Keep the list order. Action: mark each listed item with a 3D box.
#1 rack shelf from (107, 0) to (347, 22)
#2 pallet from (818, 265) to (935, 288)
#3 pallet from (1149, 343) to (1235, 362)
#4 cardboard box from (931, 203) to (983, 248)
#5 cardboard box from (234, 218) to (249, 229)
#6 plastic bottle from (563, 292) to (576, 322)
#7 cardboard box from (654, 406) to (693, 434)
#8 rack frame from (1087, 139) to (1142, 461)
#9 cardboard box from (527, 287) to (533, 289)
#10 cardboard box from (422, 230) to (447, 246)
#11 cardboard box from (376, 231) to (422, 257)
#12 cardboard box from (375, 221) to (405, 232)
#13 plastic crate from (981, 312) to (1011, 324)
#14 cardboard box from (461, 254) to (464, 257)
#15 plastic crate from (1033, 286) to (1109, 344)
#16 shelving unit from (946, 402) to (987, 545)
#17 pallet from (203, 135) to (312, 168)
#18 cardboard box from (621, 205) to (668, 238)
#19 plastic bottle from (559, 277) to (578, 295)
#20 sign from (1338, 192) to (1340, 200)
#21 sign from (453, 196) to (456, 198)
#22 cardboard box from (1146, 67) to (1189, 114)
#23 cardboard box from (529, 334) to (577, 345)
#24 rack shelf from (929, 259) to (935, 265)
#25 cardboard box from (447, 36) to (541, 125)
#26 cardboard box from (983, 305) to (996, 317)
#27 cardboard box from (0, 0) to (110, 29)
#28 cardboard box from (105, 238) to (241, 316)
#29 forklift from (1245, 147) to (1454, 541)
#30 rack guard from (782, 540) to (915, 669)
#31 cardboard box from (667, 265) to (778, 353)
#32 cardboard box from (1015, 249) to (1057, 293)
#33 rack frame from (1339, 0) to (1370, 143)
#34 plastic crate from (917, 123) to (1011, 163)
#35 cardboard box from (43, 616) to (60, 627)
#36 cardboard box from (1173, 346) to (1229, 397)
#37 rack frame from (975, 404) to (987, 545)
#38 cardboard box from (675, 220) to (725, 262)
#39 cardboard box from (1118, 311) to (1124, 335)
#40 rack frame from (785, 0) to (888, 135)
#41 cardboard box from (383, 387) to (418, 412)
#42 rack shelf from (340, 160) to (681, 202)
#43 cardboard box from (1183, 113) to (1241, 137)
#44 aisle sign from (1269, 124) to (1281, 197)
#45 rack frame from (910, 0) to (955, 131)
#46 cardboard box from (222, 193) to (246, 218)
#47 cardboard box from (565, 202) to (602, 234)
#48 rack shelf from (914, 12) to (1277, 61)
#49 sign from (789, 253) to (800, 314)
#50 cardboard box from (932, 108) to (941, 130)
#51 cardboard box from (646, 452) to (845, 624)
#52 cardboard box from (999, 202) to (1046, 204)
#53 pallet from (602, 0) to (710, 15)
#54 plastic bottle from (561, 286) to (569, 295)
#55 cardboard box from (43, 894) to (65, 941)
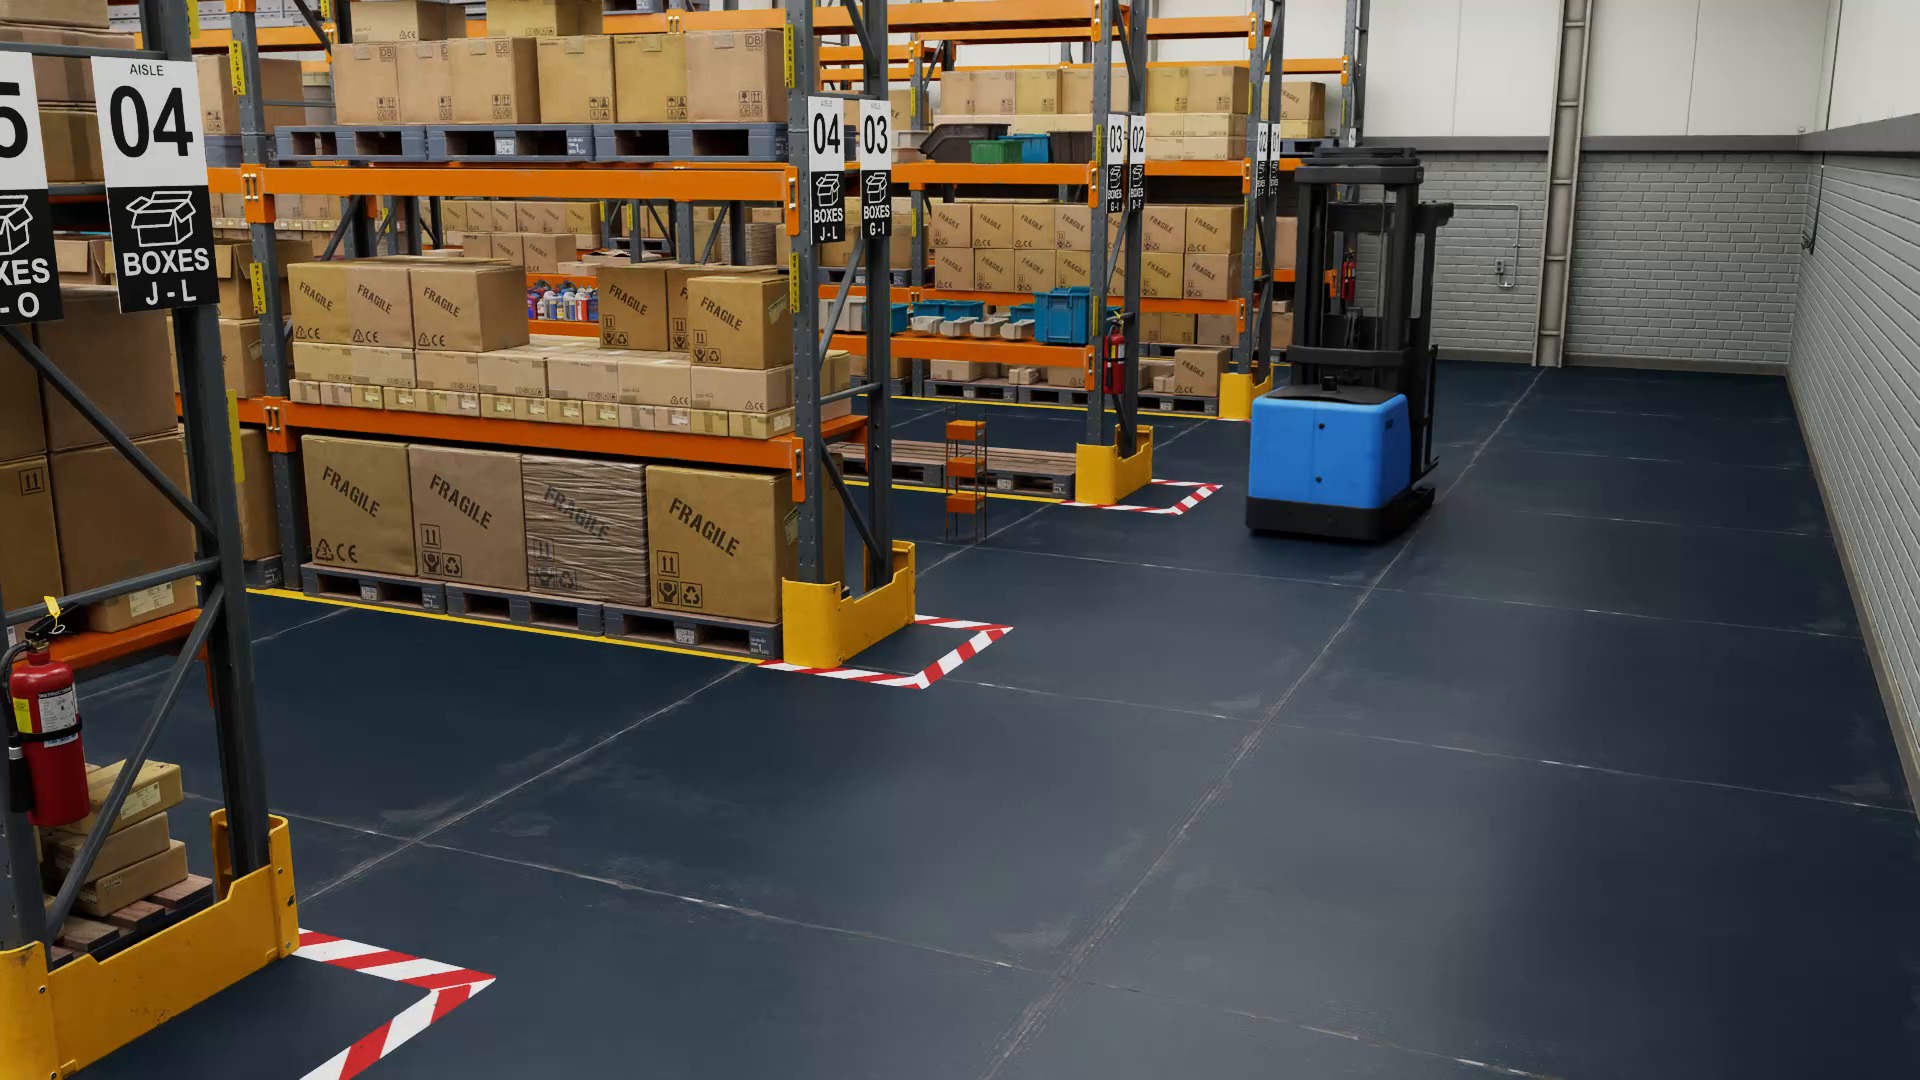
[{"bbox_3d":[-6.165,-3.782,11.623,4.000,0.370,1.077,6,14,23],"label":"rack shelf"},{"bbox_3d":[-1.007,-3.293,20.642,1.213,0.211,1.003,6,14,23],"label":"pallet"},{"bbox_3d":[3.465,-2.768,24.088,1.213,0.211,1.003,6,14,23],"label":"pallet"},{"bbox_3d":[-0.004,-3.723,19.646,0.500,0.500,0.500,6,15,25],"label":"cardboard box"},{"bbox_3d":[-10.321,-4.612,24.205,0.250,0.149,0.380,6,14,22],"label":"cardboard box"},{"bbox_3d":[-3.740,-2.257,16.078,0.135,0.276,0.152,6,14,23],"label":"plastic bottle"},{"bbox_3d":[-1.607,-0.740,9.892,0.250,0.149,0.380,6,14,23],"label":"cardboard box"},{"bbox_3d":[1.327,-1.885,14.223,0.127,3.000,1.000,6,14,23],"label":"rack frame"},{"bbox_3d":[-7.522,-4.218,28.674,0.500,0.500,0.700,5,14,20],"label":"cardboard box"},{"bbox_3d":[-8.972,-5.260,28.890,0.500,0.250,0.500,5,14,22],"label":"cardboard box"},{"bbox_3d":[-8.044,-4.118,23.520,0.500,0.500,0.700,5,14,22],"label":"cardboard box"},{"bbox_3d":[-7.971,-4.375,23.193,0.250,0.149,0.380,6,14,23],"label":"cardboard box"},{"bbox_3d":[0.354,-1.987,15.104,0.298,0.136,0.250,6,14,23],"label":"plastic crate"},{"bbox_3d":[-6.757,-3.921,23.195,0.258,0.266,0.396,5,14,22],"label":"cardboard box"},{"bbox_3d":[0.945,-1.924,14.178,0.499,0.435,0.616,6,14,23],"label":"plastic crate"},{"bbox_3d":[0.049,-0.506,12.614,0.252,1.050,0.215,6,14,23],"label":"shelving unit"},{"bbox_3d":[-5.195,-2.663,11.388,1.217,0.209,0.805,5,14,21],"label":"pallet"},{"bbox_3d":[-5.181,-5.273,27.481,0.500,0.500,0.700,6,14,23],"label":"cardboard box"},{"bbox_3d":[-3.981,-2.494,16.927,0.185,0.351,0.144,6,14,23],"label":"plastic bottle"},{"bbox_3d":[5.107,-4.521,22.404,0.005,0.325,0.100,6,14,23],"label":"sign"},{"bbox_3d":[-9.046,-6.267,29.668,0.005,0.325,0.100,6,14,23],"label":"sign"},{"bbox_3d":[2.437,-5.023,18.623,0.500,0.500,0.700,6,14,23],"label":"cardboard box"},{"bbox_3d":[-2.886,-1.212,11.031,0.500,0.250,0.500,6,15,24],"label":"cardboard box"},{"bbox_3d":[-0.147,-4.159,25.490,4.000,0.370,1.077,6,14,23],"label":"rack shelf"},{"bbox_3d":[-2.687,-2.794,10.174,0.500,0.500,0.700,6,15,26],"label":"cardboard box"},{"bbox_3d":[0.221,-3.597,25.305,0.750,0.750,0.750,6,15,25],"label":"cardboard box"},{"bbox_3d":[-2.985,-1.726,5.341,0.250,0.149,0.380,6,14,23],"label":"cardboard box"},{"bbox_3d":[-5.547,-1.881,11.791,0.637,0.503,0.797,6,14,24],"label":"cardboard box"},{"bbox_3d":[3.341,-1.710,13.624,1.130,2.935,3.031,7,15,27],"label":"forklift"},{"bbox_3d":[-0.658,0.368,10.090,0.348,0.500,1.175,6,14,23],"label":"rack guard"},{"bbox_3d":[-1.466,-1.435,10.338,0.500,0.500,0.500,5,14,22],"label":"cardboard box"},{"bbox_3d":[0.961,-3.141,19.355,0.500,0.500,0.500,6,14,23],"label":"cardboard box"},{"bbox_3d":[5.339,-6.875,22.356,0.127,3.000,1.000,6,14,23],"label":"rack frame"},{"bbox_3d":[0.041,-3.514,14.734,0.767,0.338,0.504,6,14,23],"label":"plastic crate"},{"bbox_3d":[-3.194,0.185,5.951,0.250,0.149,0.380,6,15,25],"label":"cardboard box"},{"bbox_3d":[2.739,-1.916,18.861,0.500,0.500,0.500,6,14,23],"label":"cardboard box"},{"bbox_3d":[0.160,-0.495,12.566,0.008,1.050,0.200,6,14,23],"label":"rack frame"},{"bbox_3d":[-3.357,-3.878,21.578,0.500,0.500,0.700,1,13,4],"label":"cardboard box"},{"bbox_3d":[2.324,-3.221,24.470,0.500,0.500,0.700,6,14,24],"label":"cardboard box"},{"bbox_3d":[-0.680,-3.771,9.129,0.127,3.000,1.000,6,14,23],"label":"rack frame"},{"bbox_3d":[-3.479,-0.929,10.698,0.250,0.149,0.380,5,14,22],"label":"cardboard box"},{"bbox_3d":[-4.159,-3.550,16.328,4.000,0.370,1.077,6,14,23],"label":"rack shelf"},{"bbox_3d":[2.763,-4.544,18.223,0.500,0.250,0.500,6,14,23],"label":"cardboard box"},{"bbox_3d":[3.518,-4.240,18.568,0.004,0.787,0.394,6,14,23],"label":"aisle sign"},{"bbox_3d":[-0.321,-6.210,19.522,0.127,3.000,1.000,6,14,23],"label":"rack frame"},{"bbox_3d":[-10.339,-4.982,24.361,0.500,0.500,0.700,5,14,22],"label":"cardboard box"},{"bbox_3d":[-6.190,-5.346,27.614,0.500,0.500,0.500,6,14,23],"label":"cardboard box"},{"bbox_3d":[1.508,-5.673,18.816,4.000,0.370,1.077,6,14,23],"label":"rack shelf"},{"bbox_3d":[-0.912,-1.418,9.177,0.005,0.325,0.100,6,14,23],"label":"sign"},{"bbox_3d":[-0.045,-6.250,25.076,0.500,0.500,0.700,6,14,23],"label":"cardboard box"},{"bbox_3d":[-1.297,-0.063,10.190,0.875,0.875,0.875,6,14,23],"label":"cardboard box"},{"bbox_3d":[0.716,-3.785,19.914,0.500,0.500,0.500,5,14,22],"label":"cardboard box"},{"bbox_3d":[-3.100,-4.960,15.481,1.213,0.211,1.003,6,14,23],"label":"pallet"},{"bbox_3d":[-3.990,-2.427,16.812,0.097,0.271,0.097,0,13,0],"label":"plastic bottle"},{"bbox_3d":[-3.347,1.354,5.739,0.250,0.149,0.380,6,15,24],"label":"cardboard box"}]
